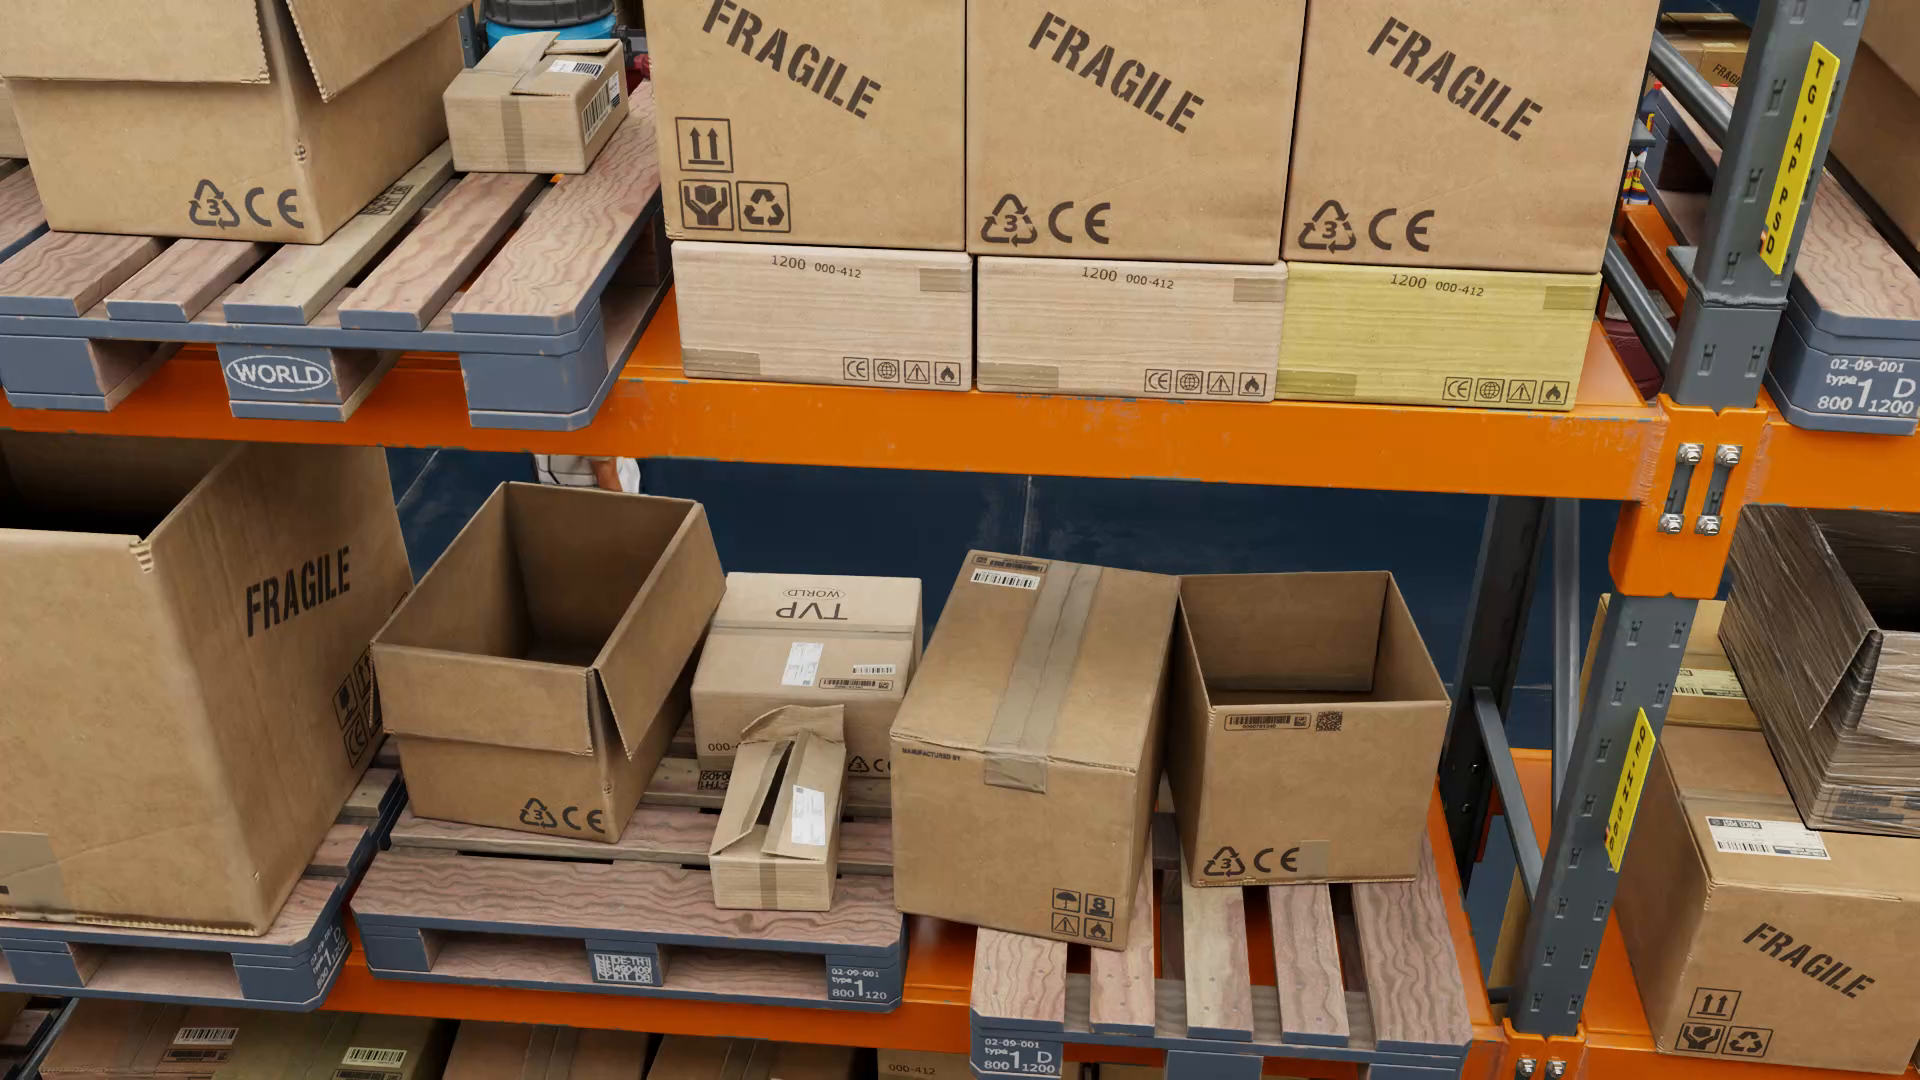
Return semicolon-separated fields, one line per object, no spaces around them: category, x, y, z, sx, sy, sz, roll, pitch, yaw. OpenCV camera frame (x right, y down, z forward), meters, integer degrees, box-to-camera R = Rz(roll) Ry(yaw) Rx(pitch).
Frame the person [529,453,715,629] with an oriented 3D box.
person;-1.430;-0.181;6.419;0.992;1.614;0.511;-2;32;-4
